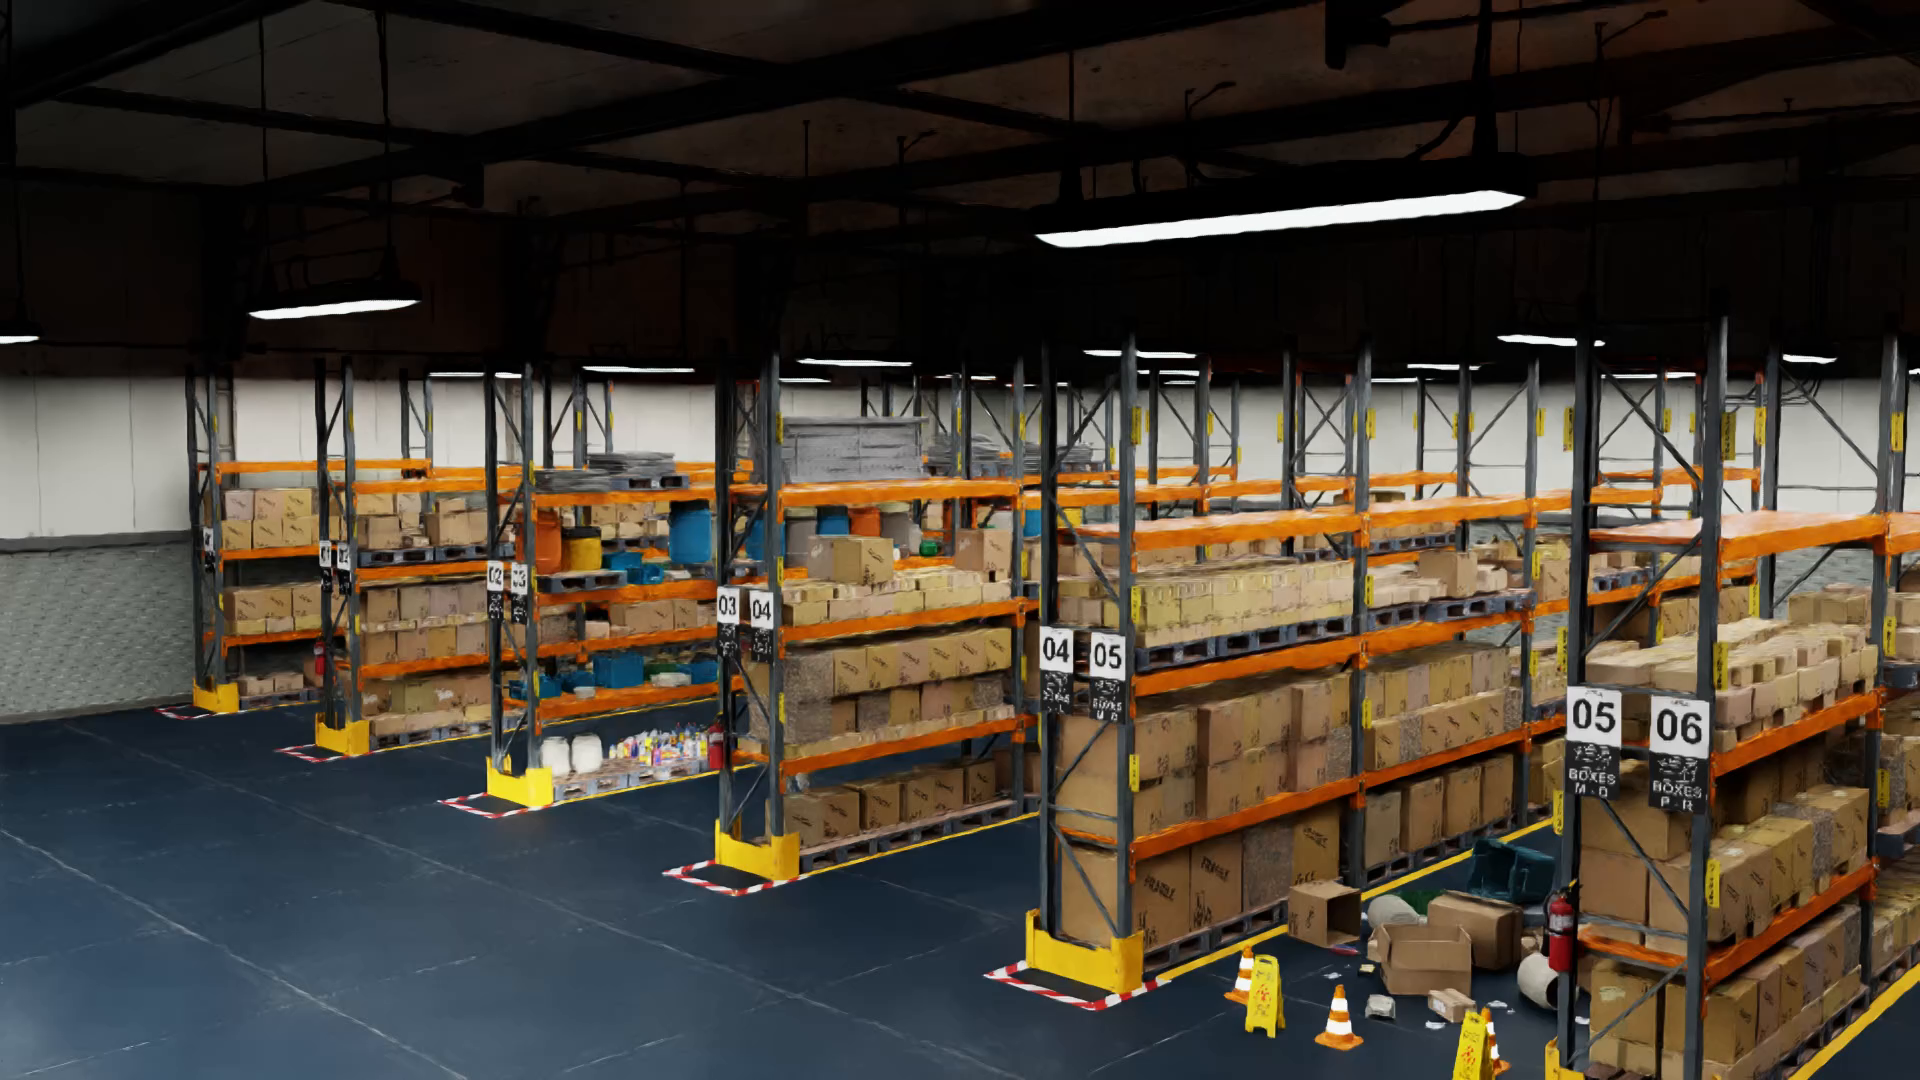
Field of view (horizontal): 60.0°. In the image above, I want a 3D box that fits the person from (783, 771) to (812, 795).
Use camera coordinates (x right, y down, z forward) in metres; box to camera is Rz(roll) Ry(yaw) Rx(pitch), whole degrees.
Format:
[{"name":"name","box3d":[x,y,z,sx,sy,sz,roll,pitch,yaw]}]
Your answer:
[{"name":"person","box3d":[-2.072,2.702,20.949,0.702,1.735,0.549,4,6,43]}]
